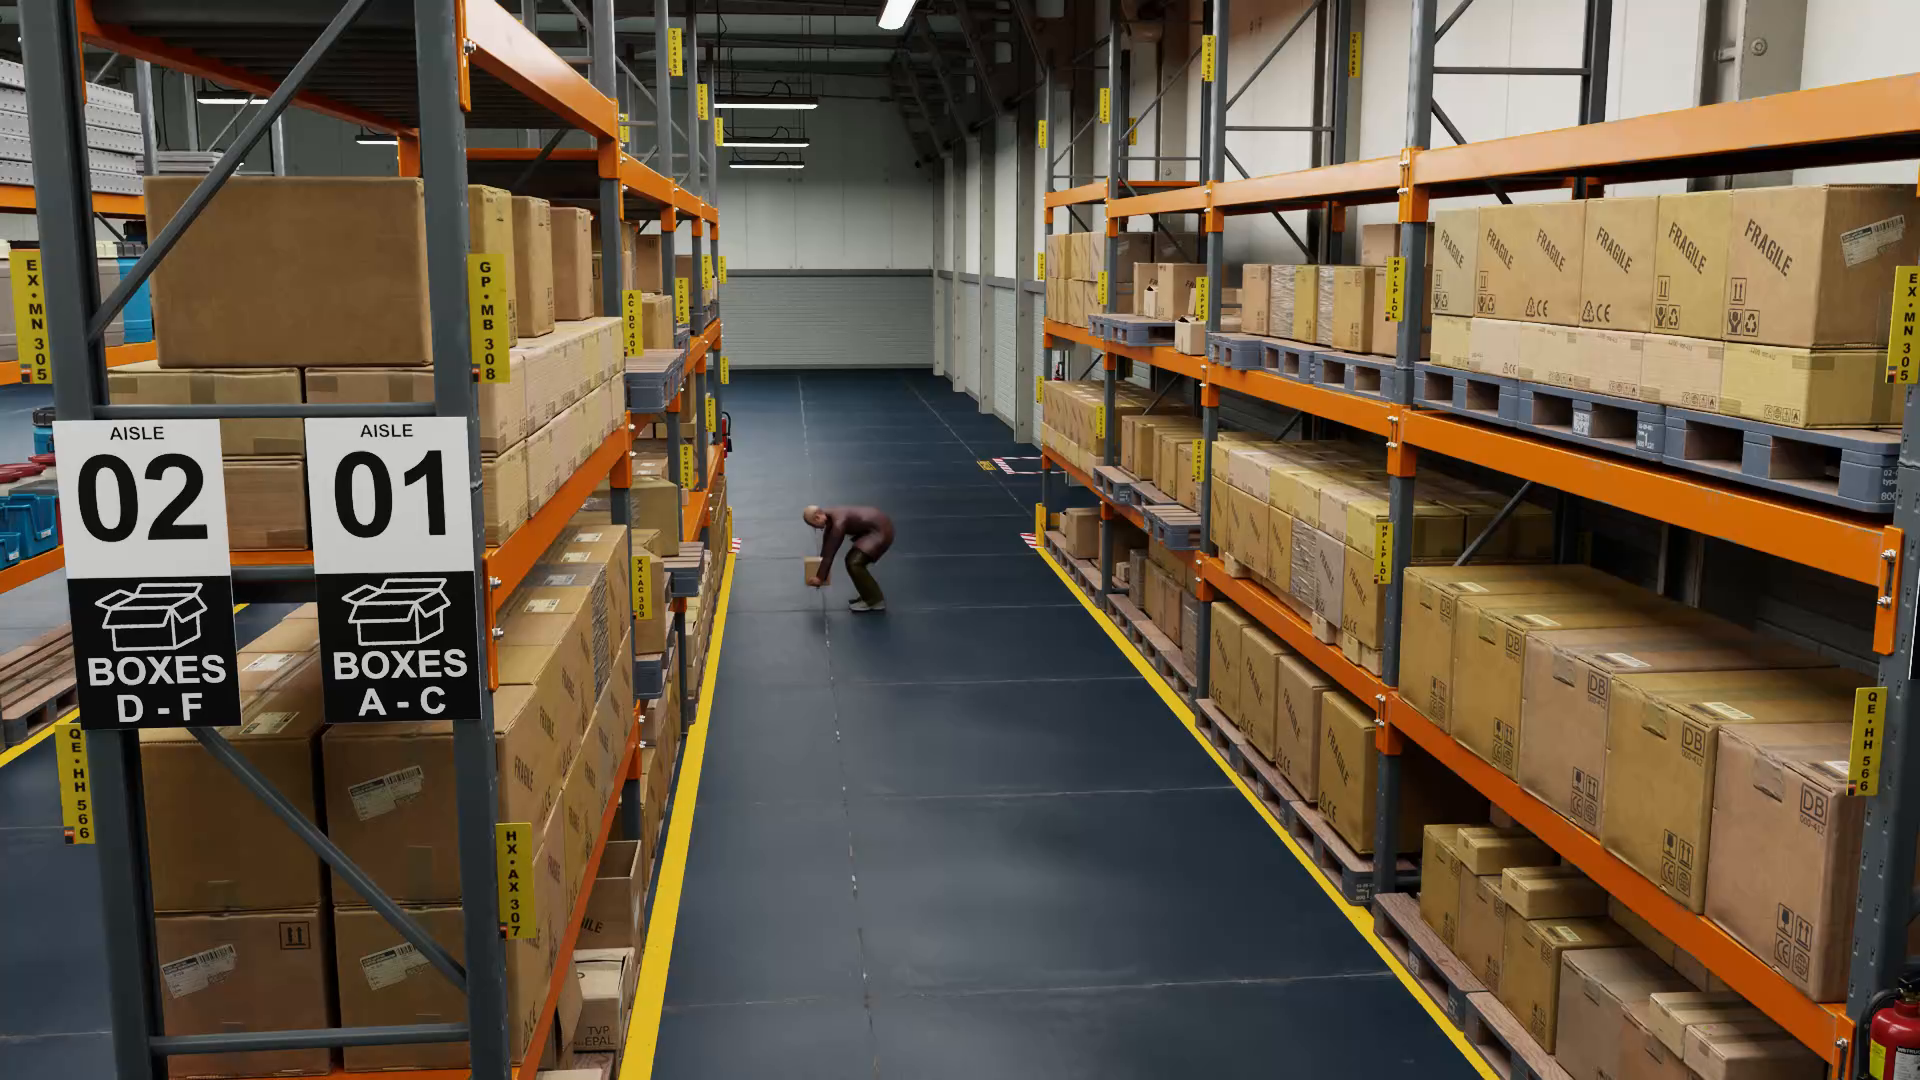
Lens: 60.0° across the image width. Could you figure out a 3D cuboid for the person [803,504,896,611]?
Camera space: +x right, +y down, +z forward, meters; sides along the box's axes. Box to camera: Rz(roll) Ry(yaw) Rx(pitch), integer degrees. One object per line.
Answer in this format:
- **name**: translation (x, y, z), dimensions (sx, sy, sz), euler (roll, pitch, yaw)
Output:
- **person**: translation (-1.127, 0.174, 17.014), dimensions (0.942, 1.069, 0.590), euler (-2, 10, -9)
